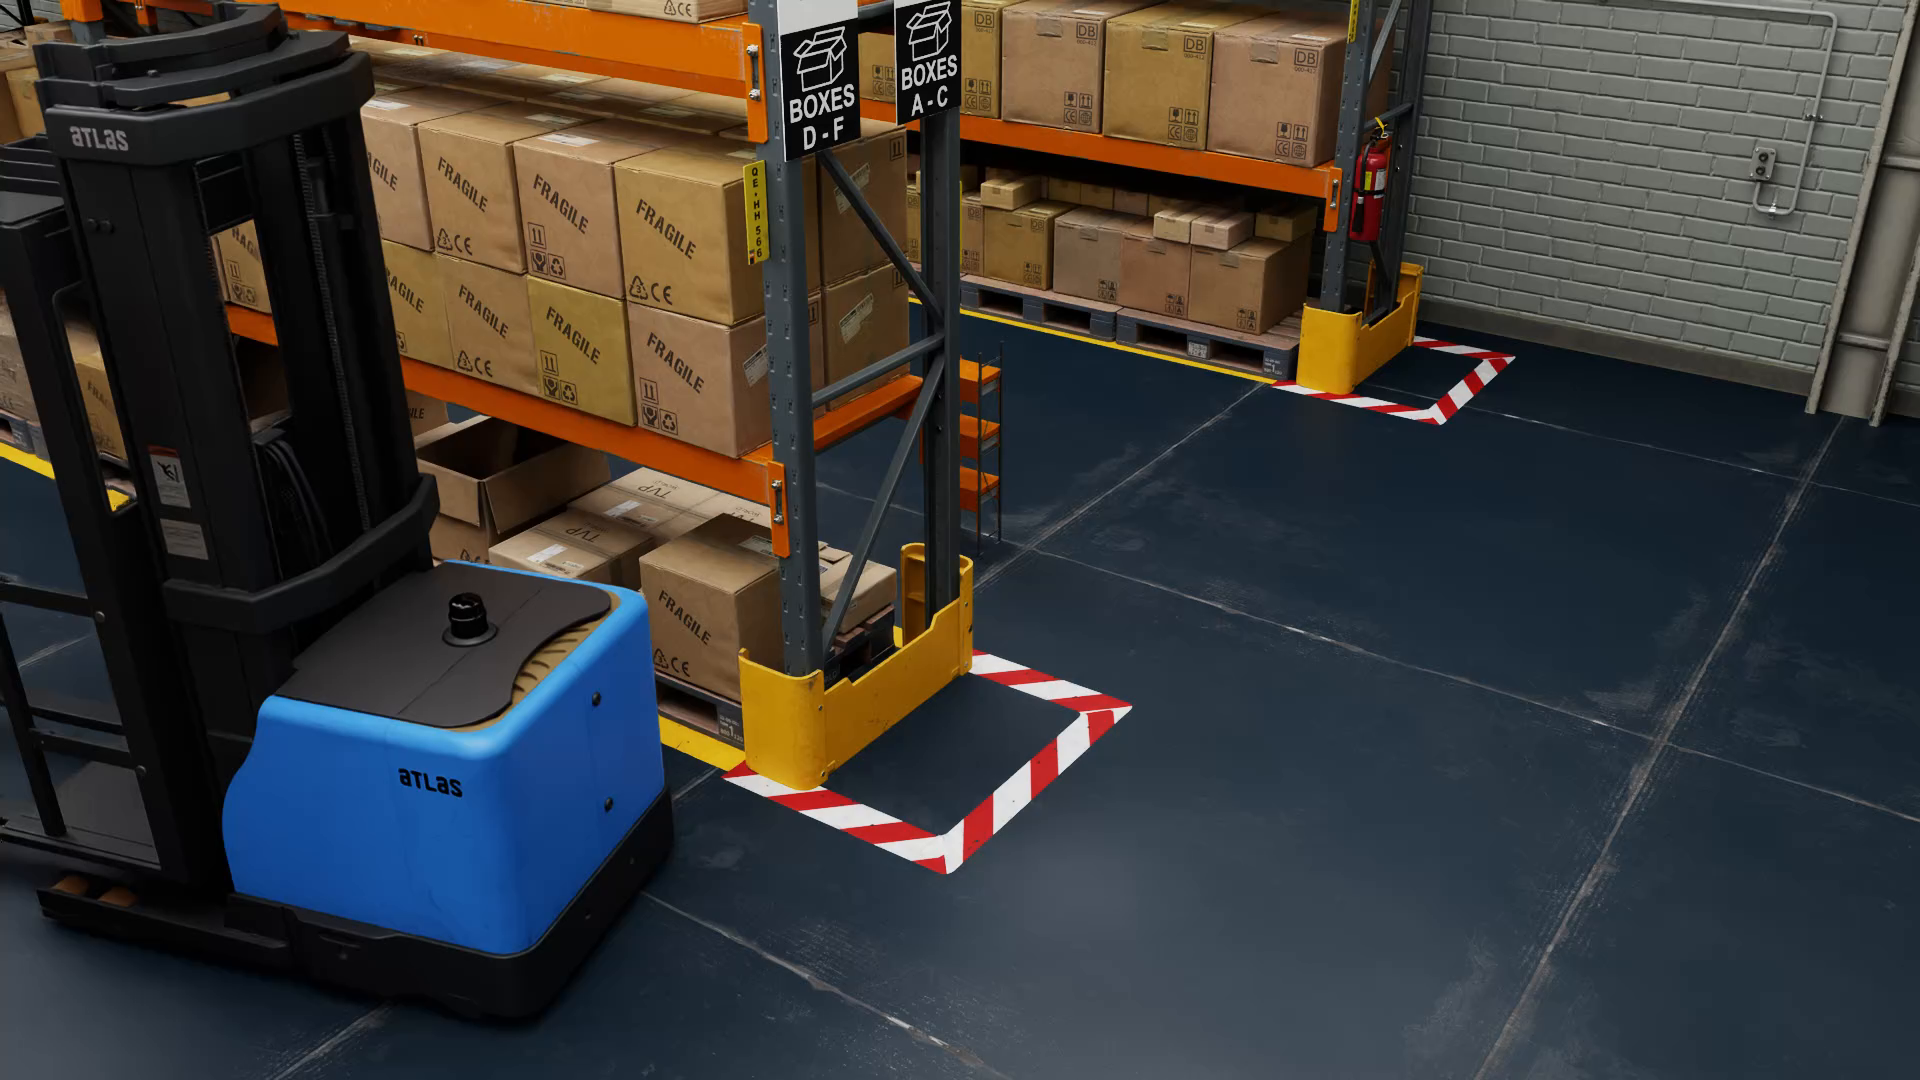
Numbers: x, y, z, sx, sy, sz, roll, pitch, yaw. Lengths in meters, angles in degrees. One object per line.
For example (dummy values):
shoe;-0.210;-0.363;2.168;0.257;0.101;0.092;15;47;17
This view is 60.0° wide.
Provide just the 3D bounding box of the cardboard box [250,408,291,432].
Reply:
cardboard box;-3.404;-0.445;8.296;0.500;0.311;0.500;17;32;30

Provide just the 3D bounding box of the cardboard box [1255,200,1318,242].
cardboard box;2.054;-2.008;10.467;0.250;0.149;0.380;18;32;31

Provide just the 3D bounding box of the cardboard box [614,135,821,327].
cardboard box;-0.853;-1.110;5.911;0.500;0.500;0.500;17;32;30

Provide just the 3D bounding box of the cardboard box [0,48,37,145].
cardboard box;-5.119;-2.298;8.885;0.500;0.500;0.700;9;28;18

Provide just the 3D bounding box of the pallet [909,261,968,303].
pallet;-0.243;-2.021;11.989;1.213;0.211;1.003;17;32;30

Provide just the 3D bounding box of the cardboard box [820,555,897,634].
cardboard box;-0.481;0.230;7.149;0.250;0.149;0.380;17;32;30

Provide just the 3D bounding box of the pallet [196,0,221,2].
pallet;-6.872;-5.207;15.385;1.213;0.211;1.003;17;32;30

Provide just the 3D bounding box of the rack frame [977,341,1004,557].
rack frame;0.145;-0.423;7.923;0.008;1.050;0.200;17;32;30

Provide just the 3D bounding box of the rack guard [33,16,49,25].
rack guard;-10.655;-5.436;18.381;0.348;0.500;1.175;17;32;30

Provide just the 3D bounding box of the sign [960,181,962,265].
sign;-0.023;-1.197;6.340;0.005;0.325;0.100;17;32;30

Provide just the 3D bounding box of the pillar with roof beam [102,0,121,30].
pillar with roof beam;-12.088;-7.778;13.611;0.400;9.000;9.100;17;32;30

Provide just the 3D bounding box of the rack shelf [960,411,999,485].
rack shelf;0.044;-0.445;7.990;0.240;0.259;0.215;17;32;30

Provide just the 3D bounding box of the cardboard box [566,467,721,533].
cardboard box;-1.442;-0.081;7.649;0.500;0.250;0.500;17;32;30

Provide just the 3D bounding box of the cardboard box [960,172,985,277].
cardboard box;0.145;-2.201;11.560;0.500;0.500;0.700;17;32;30

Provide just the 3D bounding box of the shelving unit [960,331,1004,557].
shelving unit;0.044;-0.454;7.985;0.252;1.050;0.215;17;32;30

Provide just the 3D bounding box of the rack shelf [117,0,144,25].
rack shelf;-9.069;-5.736;17.006;4.000;0.370;1.077;17;32;30

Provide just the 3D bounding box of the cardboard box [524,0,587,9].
cardboard box;-1.309;-2.044;5.818;0.500;0.250;0.500;17;32;30

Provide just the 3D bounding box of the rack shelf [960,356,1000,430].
rack shelf;0.044;-0.698;7.861;0.240;0.259;0.215;17;32;30

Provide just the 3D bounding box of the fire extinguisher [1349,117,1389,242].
fire extinguisher;2.334;-2.049;9.466;0.183;0.674;0.296;17;32;30

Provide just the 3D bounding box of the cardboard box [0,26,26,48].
cardboard box;-10.198;-5.356;17.947;0.500;0.311;0.500;14;30;25

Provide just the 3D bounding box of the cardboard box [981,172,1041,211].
cardboard box;0.342;-2.330;11.099;0.250;0.149;0.380;16;31;29

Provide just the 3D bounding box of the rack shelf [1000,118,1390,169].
rack shelf;0.823;-2.741;10.907;3.809;0.124;0.919;17;32;30

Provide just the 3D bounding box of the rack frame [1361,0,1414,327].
rack frame;2.469;-2.460;9.777;0.053;2.616;0.949;17;32;30

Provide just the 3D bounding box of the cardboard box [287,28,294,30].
cardboard box;-6.439;-4.664;15.552;0.500;0.250;0.500;17;31;29

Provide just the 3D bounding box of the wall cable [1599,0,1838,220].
wall cable;4.062;-2.939;9.597;1.851;1.984;0.084;17;32;30

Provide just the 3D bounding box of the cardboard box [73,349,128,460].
cardboard box;-4.196;-0.737;8.662;0.500;0.500;0.500;17;32;30

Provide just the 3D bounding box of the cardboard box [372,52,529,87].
cardboard box;-2.225;-1.833;7.331;0.500;0.500;0.500;18;32;31

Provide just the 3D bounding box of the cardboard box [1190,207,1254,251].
cardboard box;1.629;-1.931;10.314;0.250;0.149;0.380;17;31;30

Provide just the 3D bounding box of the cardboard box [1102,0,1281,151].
cardboard box;1.439;-2.905;10.320;0.700;0.700;0.980;17;32;30

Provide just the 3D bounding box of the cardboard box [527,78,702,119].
cardboard box;-1.391;-1.573;6.820;0.500;0.500;0.500;18;32;31

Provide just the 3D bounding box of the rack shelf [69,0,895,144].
rack shelf;-1.979;-2.138;6.630;4.000;0.370;1.077;17;32;30

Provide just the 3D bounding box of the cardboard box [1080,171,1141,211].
cardboard box;1.008;-2.333;11.106;0.250;0.149;0.380;18;32;31

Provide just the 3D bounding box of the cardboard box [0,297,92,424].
cardboard box;-5.012;-0.996;9.171;0.500;0.500;0.500;18;32;31

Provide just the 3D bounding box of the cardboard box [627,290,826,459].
cardboard box;-0.853;-0.666;6.141;0.500;0.500;0.500;18;32;32

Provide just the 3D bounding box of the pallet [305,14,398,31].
pallet;-4.771;-4.573;14.141;1.003;0.211;1.213;17;32;30

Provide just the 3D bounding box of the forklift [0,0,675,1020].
forklift;-2.601;-0.183;5.378;3.031;2.935;1.130;8;28;16

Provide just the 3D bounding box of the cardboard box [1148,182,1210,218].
cardboard box;1.430;-2.203;10.849;0.250;0.149;0.380;18;32;31

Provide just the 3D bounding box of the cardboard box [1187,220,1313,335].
cardboard box;1.838;-1.677;10.530;0.500;0.500;0.700;17;32;30

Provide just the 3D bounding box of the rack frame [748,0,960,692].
rack frame;-0.330;-0.608;6.138;0.127;3.000;1.000;17;32;30

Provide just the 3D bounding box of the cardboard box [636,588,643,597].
cardboard box;-1.201;0.273;7.045;0.250;0.166;0.380;17;32;30

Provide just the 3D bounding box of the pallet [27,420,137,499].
pallet;-4.319;-0.587;9.172;1.213;0.211;1.003;17;32;30

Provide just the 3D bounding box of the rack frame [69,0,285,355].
rack frame;-3.627;-1.635;8.156;0.127;3.000;1.000;17;32;30

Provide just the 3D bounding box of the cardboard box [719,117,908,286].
cardboard box;-0.547;-1.311;6.306;0.500;0.500;0.500;18;32;32
